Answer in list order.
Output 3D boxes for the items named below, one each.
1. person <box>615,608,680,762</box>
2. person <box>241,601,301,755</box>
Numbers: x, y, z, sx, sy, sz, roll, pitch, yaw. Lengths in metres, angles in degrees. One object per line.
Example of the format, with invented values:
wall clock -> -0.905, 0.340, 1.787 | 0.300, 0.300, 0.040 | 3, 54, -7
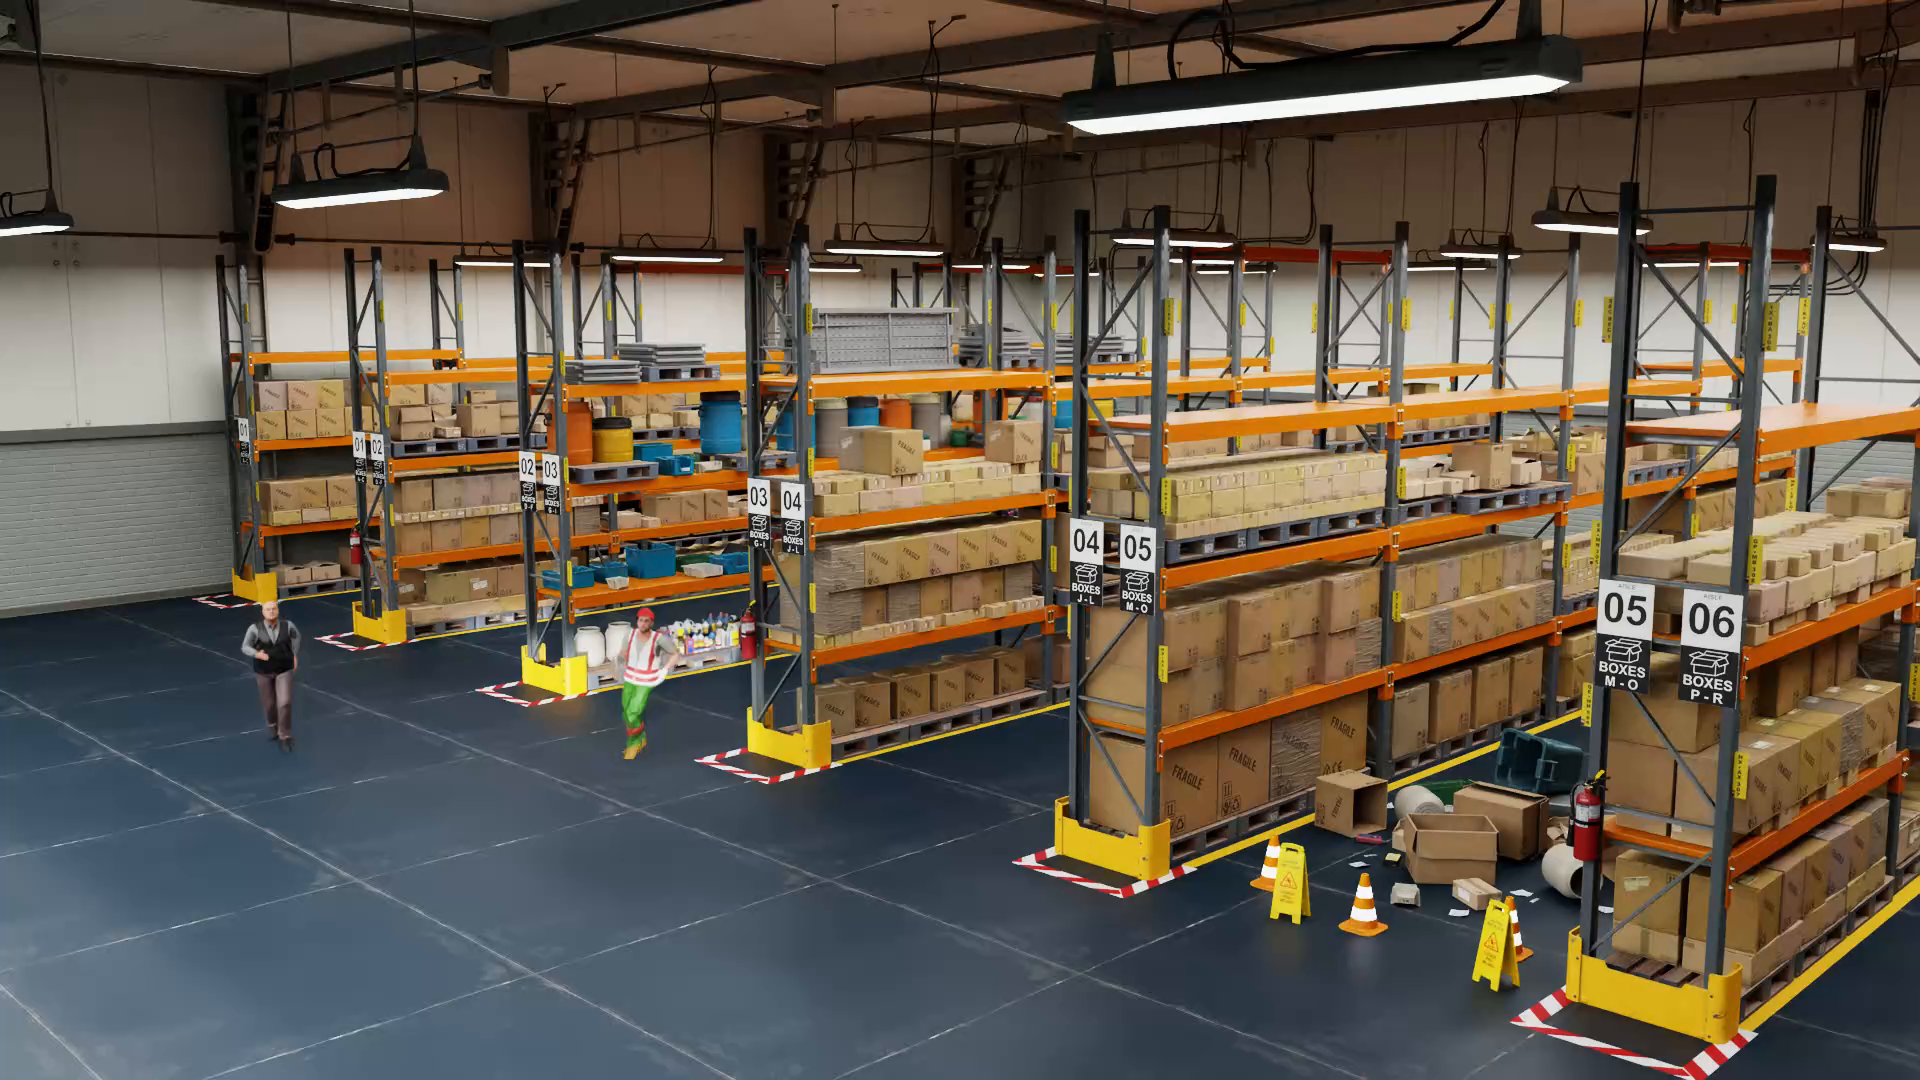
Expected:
person -> -3.610, 1.641, 18.890 | 0.653, 1.776, 0.683 | 4, 9, 24
person -> -8.023, 1.573, 19.419 | 0.645, 1.758, 0.854 | -3, 9, -21
